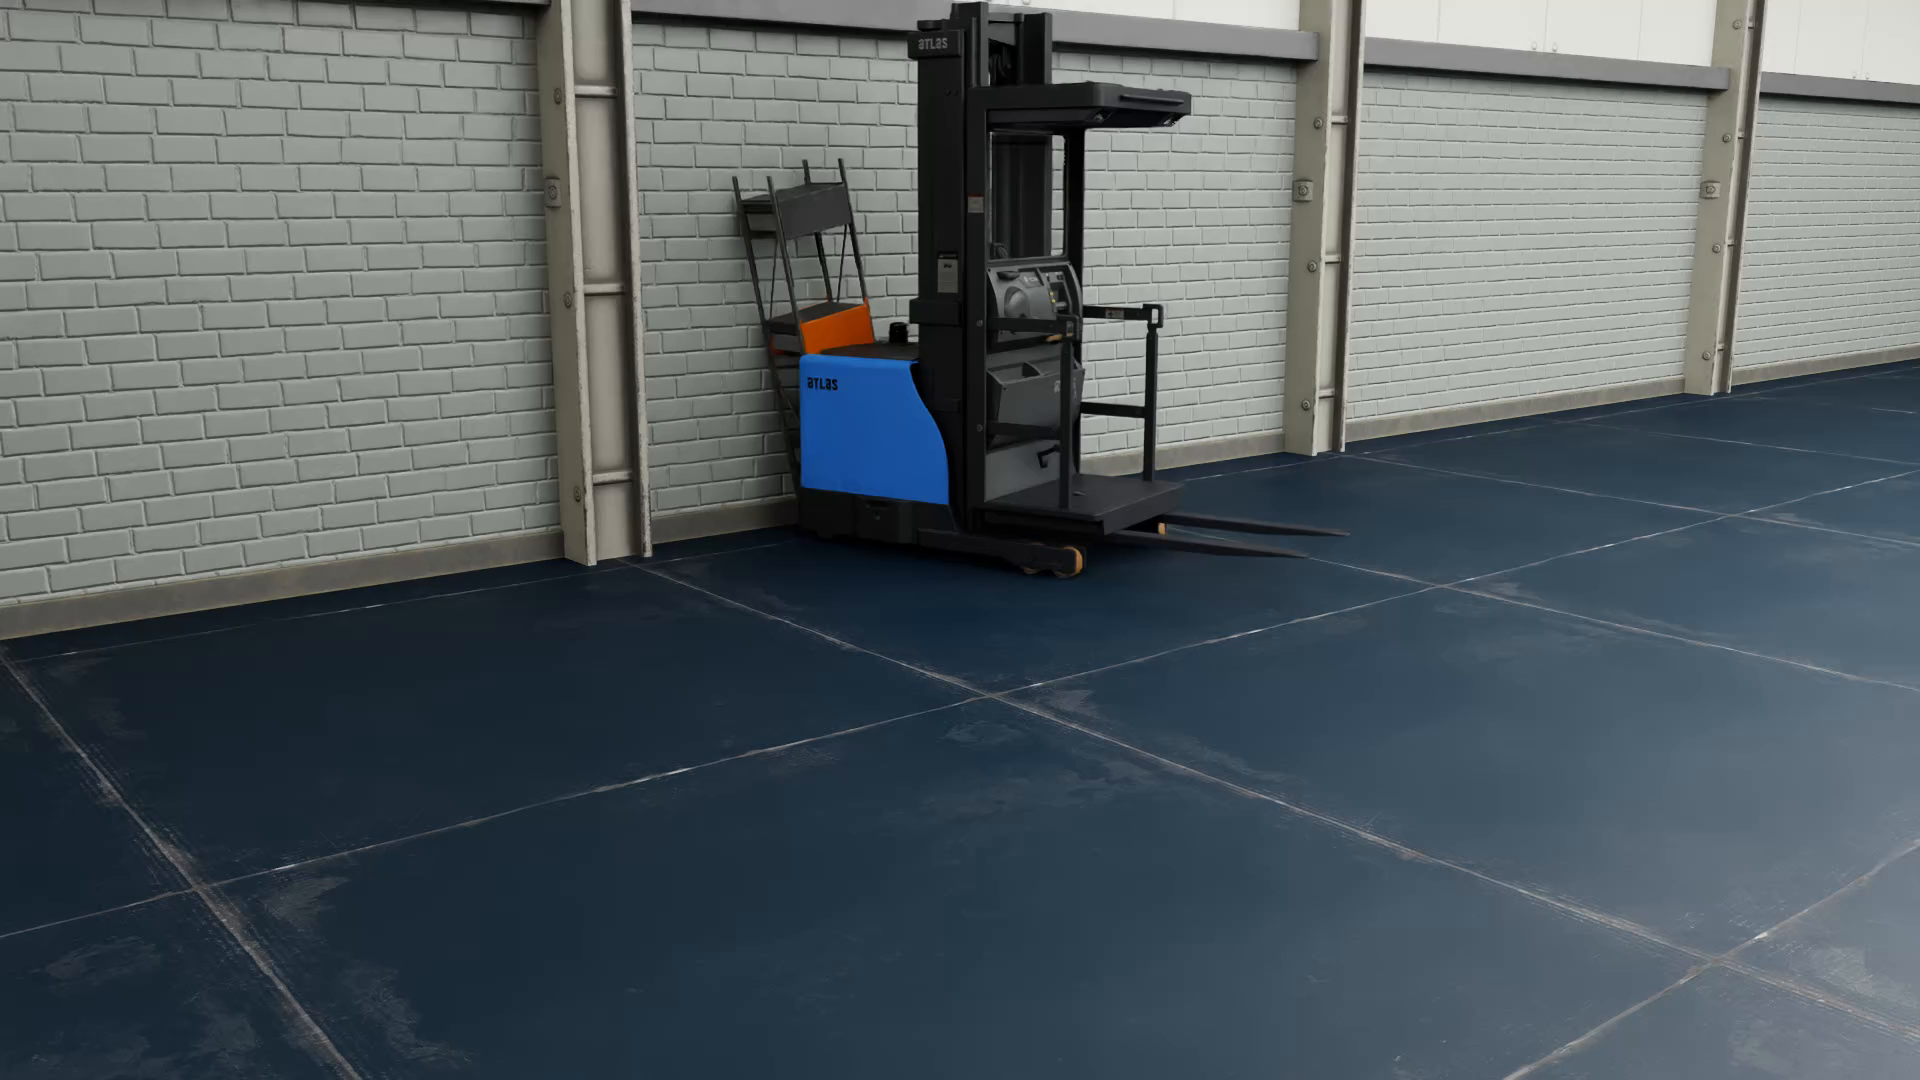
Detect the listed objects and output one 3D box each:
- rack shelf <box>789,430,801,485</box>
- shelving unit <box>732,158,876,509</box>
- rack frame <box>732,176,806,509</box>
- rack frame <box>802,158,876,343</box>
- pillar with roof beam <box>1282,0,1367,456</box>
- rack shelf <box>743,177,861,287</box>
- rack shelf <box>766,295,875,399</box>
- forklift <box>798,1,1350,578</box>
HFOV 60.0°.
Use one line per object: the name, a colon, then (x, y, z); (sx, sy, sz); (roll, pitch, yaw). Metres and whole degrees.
rack shelf: (-0.700, -0.464, 9.982); (0.480, 0.518, 0.431); (-23, 23, -34)
shelving unit: (-0.812, -1.129, 9.750); (0.503, 2.100, 0.431); (-23, 23, -34)
rack frame: (-0.998, -1.050, 9.613); (0.015, 2.100, 0.400); (-23, 23, -34)
rack frame: (-0.626, -1.208, 9.887); (0.015, 2.100, 0.400); (-23, 23, -34)
pillar with roof beam: (5.423, -4.393, 8.654); (0.400, 9.000, 9.100); (-9, 15, -38)
rack shelf: (-0.921, -1.769, 9.527); (0.480, 0.518, 0.431); (-23, 23, -34)
rack shelf: (-0.810, -1.116, 9.755); (0.480, 0.518, 0.431); (-23, 23, -34)
forklift: (0.588, -1.360, 8.975); (3.031, 2.935, 1.130); (7, 14, 31)
